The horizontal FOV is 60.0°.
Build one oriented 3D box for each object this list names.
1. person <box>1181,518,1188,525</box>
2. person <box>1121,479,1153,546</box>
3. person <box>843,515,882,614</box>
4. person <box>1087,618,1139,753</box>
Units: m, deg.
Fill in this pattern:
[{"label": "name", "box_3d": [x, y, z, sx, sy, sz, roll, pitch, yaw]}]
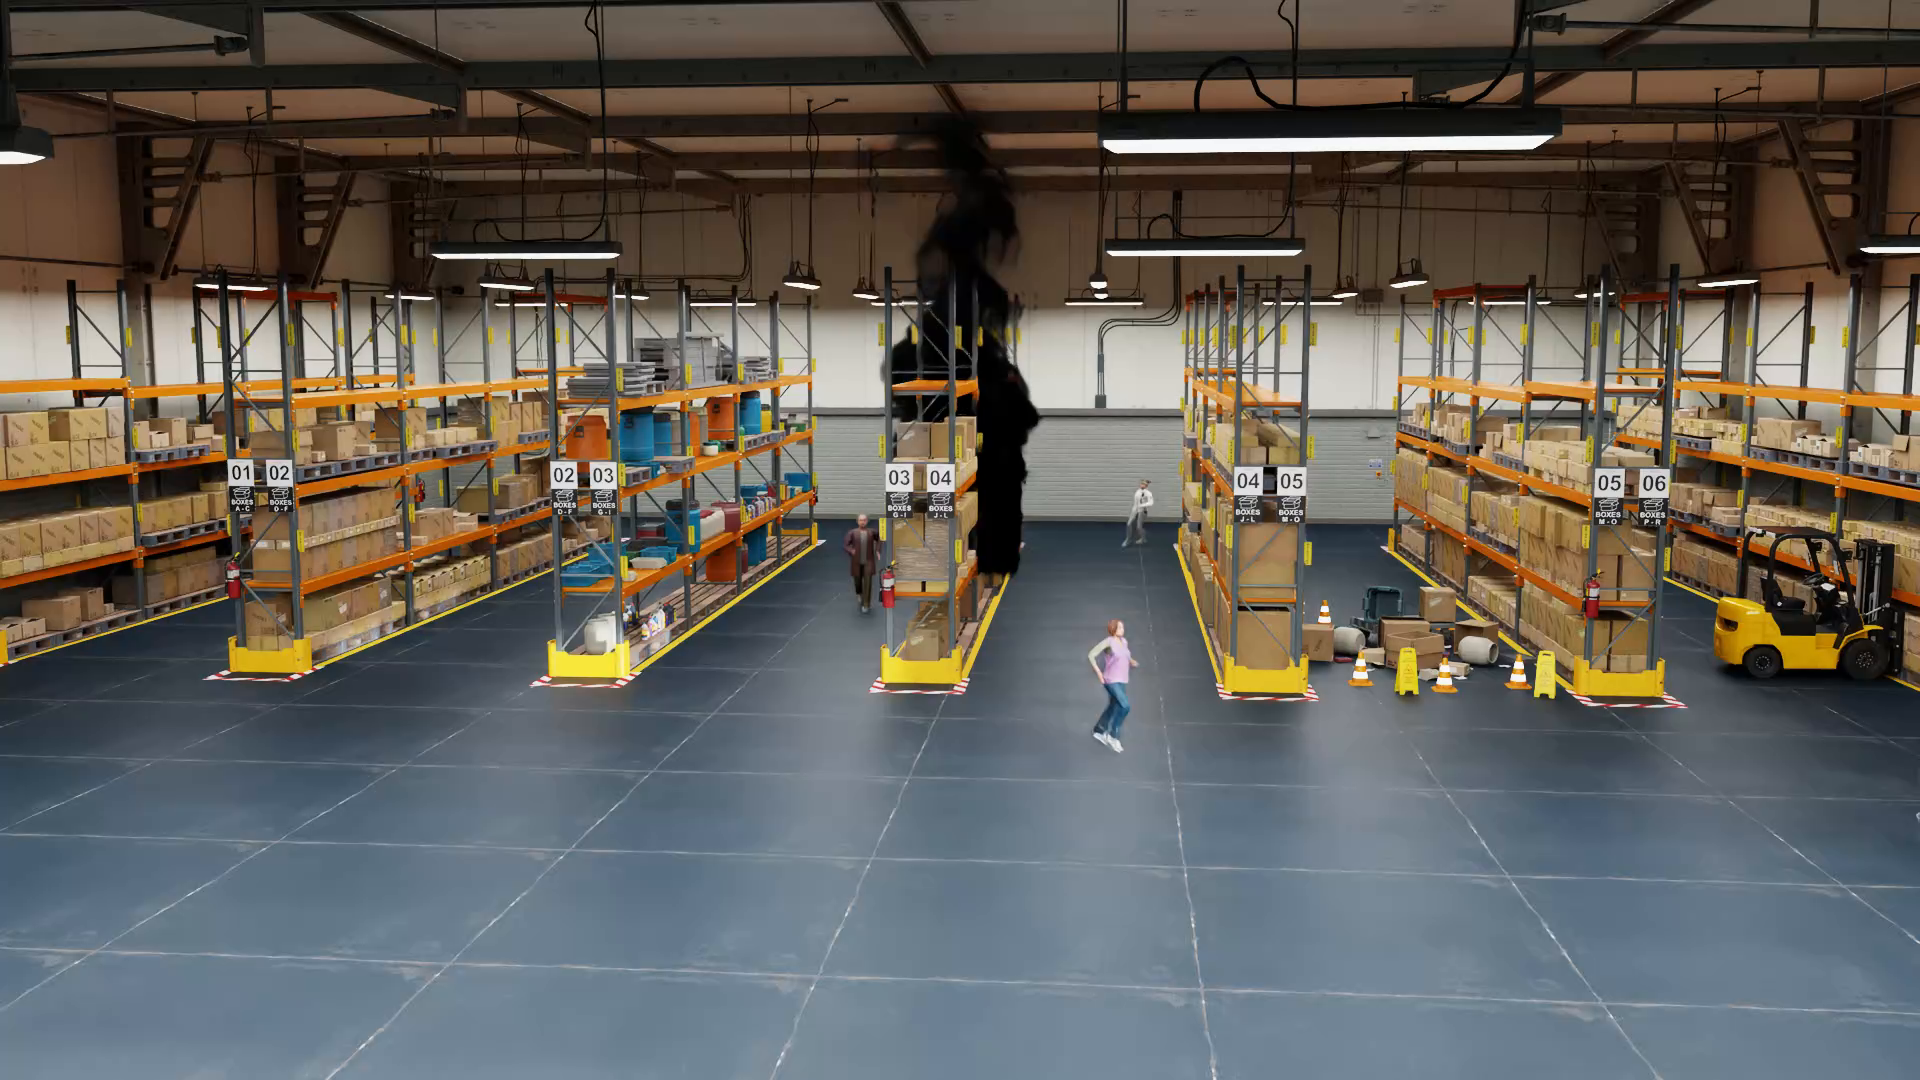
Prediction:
[{"label": "person", "box_3d": [5.678, -0.687, 40.615, 0.495, 1.533, 0.522, -1, 7, -12]}, {"label": "person", "box_3d": [4.364, -0.647, 40.076, 0.698, 1.692, 0.725, -6, 9, -39]}, {"label": "person", "box_3d": [-1.778, 0.412, 30.528, 0.718, 1.764, 1.024, -1, 7, -5]}, {"label": "person", "box_3d": [1.886, 1.763, 20.232, 0.690, 1.624, 0.506, 6, 9, 39]}]
